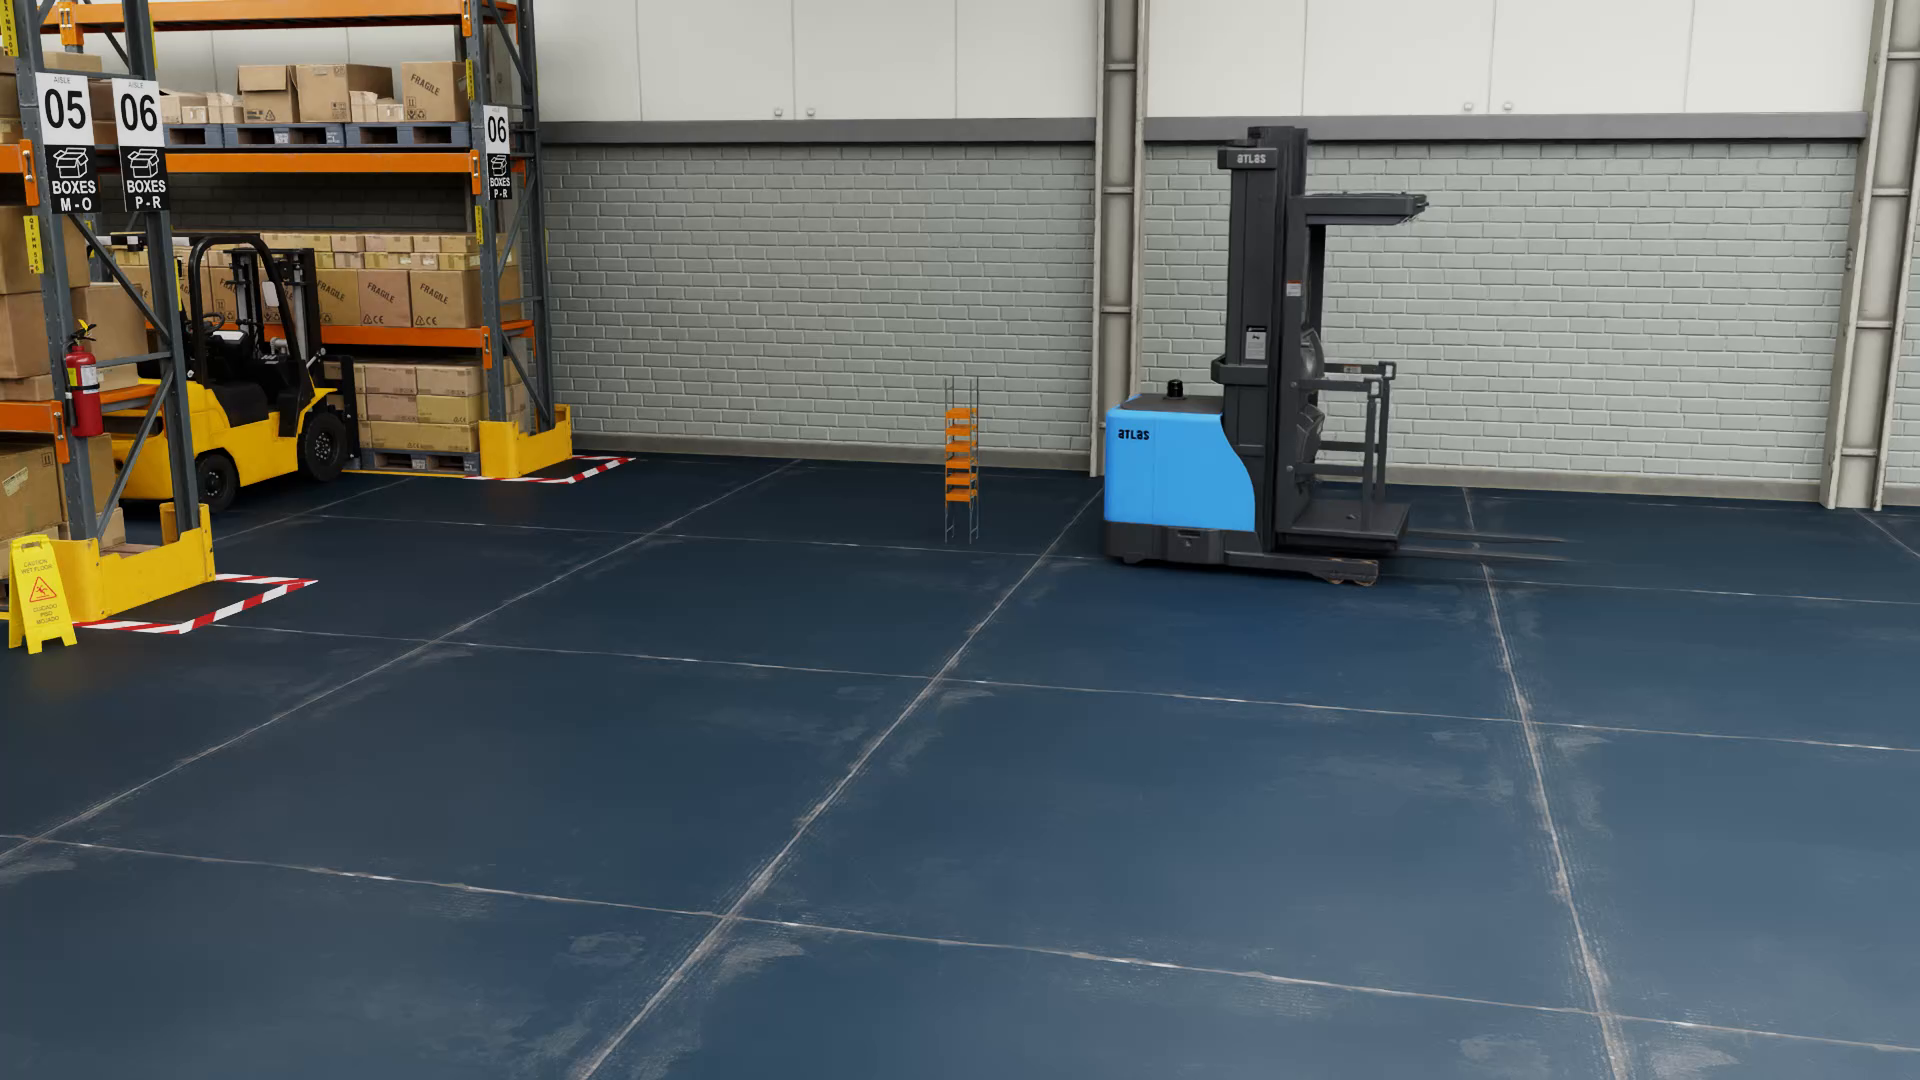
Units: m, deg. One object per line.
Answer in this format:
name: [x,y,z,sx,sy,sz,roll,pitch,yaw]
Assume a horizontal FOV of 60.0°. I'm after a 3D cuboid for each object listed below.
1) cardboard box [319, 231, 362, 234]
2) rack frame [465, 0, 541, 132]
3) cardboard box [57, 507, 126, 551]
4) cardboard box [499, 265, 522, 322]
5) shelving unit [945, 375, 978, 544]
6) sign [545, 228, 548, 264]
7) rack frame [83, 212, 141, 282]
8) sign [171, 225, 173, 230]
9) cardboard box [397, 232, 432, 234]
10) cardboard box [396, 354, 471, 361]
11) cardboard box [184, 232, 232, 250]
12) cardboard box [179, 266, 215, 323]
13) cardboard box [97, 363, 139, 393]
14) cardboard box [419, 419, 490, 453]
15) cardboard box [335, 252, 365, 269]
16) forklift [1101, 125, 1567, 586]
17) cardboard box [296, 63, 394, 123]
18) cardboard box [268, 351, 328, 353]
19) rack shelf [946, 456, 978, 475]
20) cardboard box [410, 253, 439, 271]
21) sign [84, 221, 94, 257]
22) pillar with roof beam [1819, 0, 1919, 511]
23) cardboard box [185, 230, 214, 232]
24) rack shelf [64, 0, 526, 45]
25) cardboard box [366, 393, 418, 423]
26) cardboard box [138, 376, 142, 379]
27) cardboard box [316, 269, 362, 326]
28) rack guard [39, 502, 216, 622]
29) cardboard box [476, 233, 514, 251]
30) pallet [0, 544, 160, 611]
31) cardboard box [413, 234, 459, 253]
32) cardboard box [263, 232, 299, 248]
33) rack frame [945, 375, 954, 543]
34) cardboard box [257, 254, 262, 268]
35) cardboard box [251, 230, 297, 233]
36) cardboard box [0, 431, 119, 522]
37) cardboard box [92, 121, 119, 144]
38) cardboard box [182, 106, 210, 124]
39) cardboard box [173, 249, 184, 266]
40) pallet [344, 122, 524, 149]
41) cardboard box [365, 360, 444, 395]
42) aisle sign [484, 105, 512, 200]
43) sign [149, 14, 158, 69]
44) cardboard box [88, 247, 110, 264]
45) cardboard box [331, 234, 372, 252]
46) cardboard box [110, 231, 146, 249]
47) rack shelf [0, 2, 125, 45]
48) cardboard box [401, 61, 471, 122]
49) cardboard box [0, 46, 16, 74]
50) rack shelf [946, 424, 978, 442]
cardboard box: [-5.753,-2.797,15.499,0.250,0.149,0.380,3,13,14]
rack frame: [-3.984,-5.066,14.293,0.127,3.000,1.000,3,13,14]
cardboard box: [-5.886,-0.056,10.940,0.500,0.250,0.500,3,13,13]
cardboard box: [-4.398,-2.270,15.311,0.500,0.500,0.500,3,13,15]
shelving unit: [0.014,-0.585,12.100,0.189,1.200,0.258,3,13,14]
sign: [-3.845,-2.715,15.365,0.005,0.325,0.100,3,13,14]
rack frame: [-7.867,-2.345,15.878,0.127,3.000,1.000,3,13,14]
sign: [-7.736,-2.923,16.303,0.005,0.325,0.100,3,13,14]
cardboard box: [-5.001,-2.758,15.324,0.250,0.149,0.380,3,13,14]
cardboard box: [-4.891,-1.578,15.492,0.500,0.250,0.500,3,13,14]
cardboard box: [-6.878,-2.736,15.225,0.250,0.149,0.380,3,13,15]
cardboard box: [-6.989,-2.292,15.410,0.500,0.500,0.500,3,13,15]
cardboard box: [-5.450,-1.032,10.540,0.250,0.149,0.380,3,13,14]
cardboard box: [-4.516,-0.958,15.006,0.500,0.250,0.500,3,13,14]
cardboard box: [-5.388,-2.515,14.914,0.250,0.149,0.380,3,13,12]
forklift: [2.550,-1.258,11.136,3.031,2.935,1.130,4,13,19]
cardboard box: [-5.442,-3.950,14.758,0.500,0.500,0.700,3,13,14]
cardboard box: [-6.360,-1.659,15.855,0.500,0.250,0.500,3,13,14]
rack shelf: [0.014,-0.542,12.110,0.180,0.103,0.258,3,13,14]
cardboard box: [-4.643,-2.469,14.709,0.250,0.149,0.380,3,13,14]
sign: [-7.988,-2.757,15.245,0.005,0.325,0.100,3,13,14]
pillar with roof beam: [6.175,-3.764,8.423,0.400,9.000,9.100,3,13,14]
cardboard box: [-7.251,-2.881,15.879,0.250,0.149,0.380,3,13,12]
rack shelf: [-5.925,-4.624,14.882,4.000,0.370,1.077,3,13,14]
cardboard box: [-5.015,-1.232,15.086,0.500,0.250,0.500,3,13,13]
cardboard box: [-7.473,-1.605,15.612,0.500,0.250,0.500,3,13,13]
cardboard box: [-5.523,-2.212,15.048,0.500,0.500,0.500,3,13,12]
rack guard: [-5.243,0.123,10.526,0.348,0.500,1.175,3,13,14]
cardboard box: [-4.259,-2.711,15.111,0.250,0.149,0.380,3,13,12]
pallet: [-6.023,0.214,10.781,1.213,0.211,1.003,3,13,14]
cardboard box: [-4.629,-2.629,14.742,0.250,0.149,0.380,3,13,14]
cardboard box: [-6.113,-2.717,15.142,0.250,0.149,0.380,3,13,14]
rack frame: [-0.075,-0.590,12.122,0.006,1.200,0.240,3,13,14]
cardboard box: [-6.385,-2.566,15.147,0.250,0.149,0.380,3,13,12]
cardboard box: [-6.486,-2.853,15.751,0.250,0.149,0.380,3,13,13]
cardboard box: [-5.909,-0.423,10.864,0.500,0.500,0.500,3,13,12]
cardboard box: [-5.414,-2.521,10.325,0.250,0.149,0.380,3,13,14]
cardboard box: [-6.758,-3.814,14.952,0.250,0.149,0.380,3,13,15]
cardboard box: [-7.109,-2.618,15.380,0.250,0.149,0.380,3,13,13]
pallet: [-4.664,-3.601,14.817,1.213,0.211,1.003,3,13,14]
cardboard box: [-5.003,-1.472,15.013,0.500,0.250,0.500,3,13,15]
aisle sign: [-3.990,-3.341,14.368,0.004,0.787,0.394,3,13,14]
sign: [-5.039,-3.099,10.332,0.005,0.325,0.100,3,13,14]
cardboard box: [-8.252,-2.682,15.667,0.250,0.149,0.380,4,13,15]
cardboard box: [-5.393,-2.655,14.862,0.250,0.149,0.380,3,13,15]
cardboard box: [-7.629,-2.777,15.409,0.250,0.149,0.380,3,13,15]
rack shelf: [-9.809,-4.831,15.818,4.000,0.370,1.077,3,13,14]
cardboard box: [-4.472,-3.876,14.423,0.500,0.500,0.500,3,13,15]
cardboard box: [-5.568,-2.780,9.652,0.250,0.149,0.380,3,13,14]
rack shelf: [0.014,-0.776,12.058,0.180,0.103,0.258,3,13,14]
